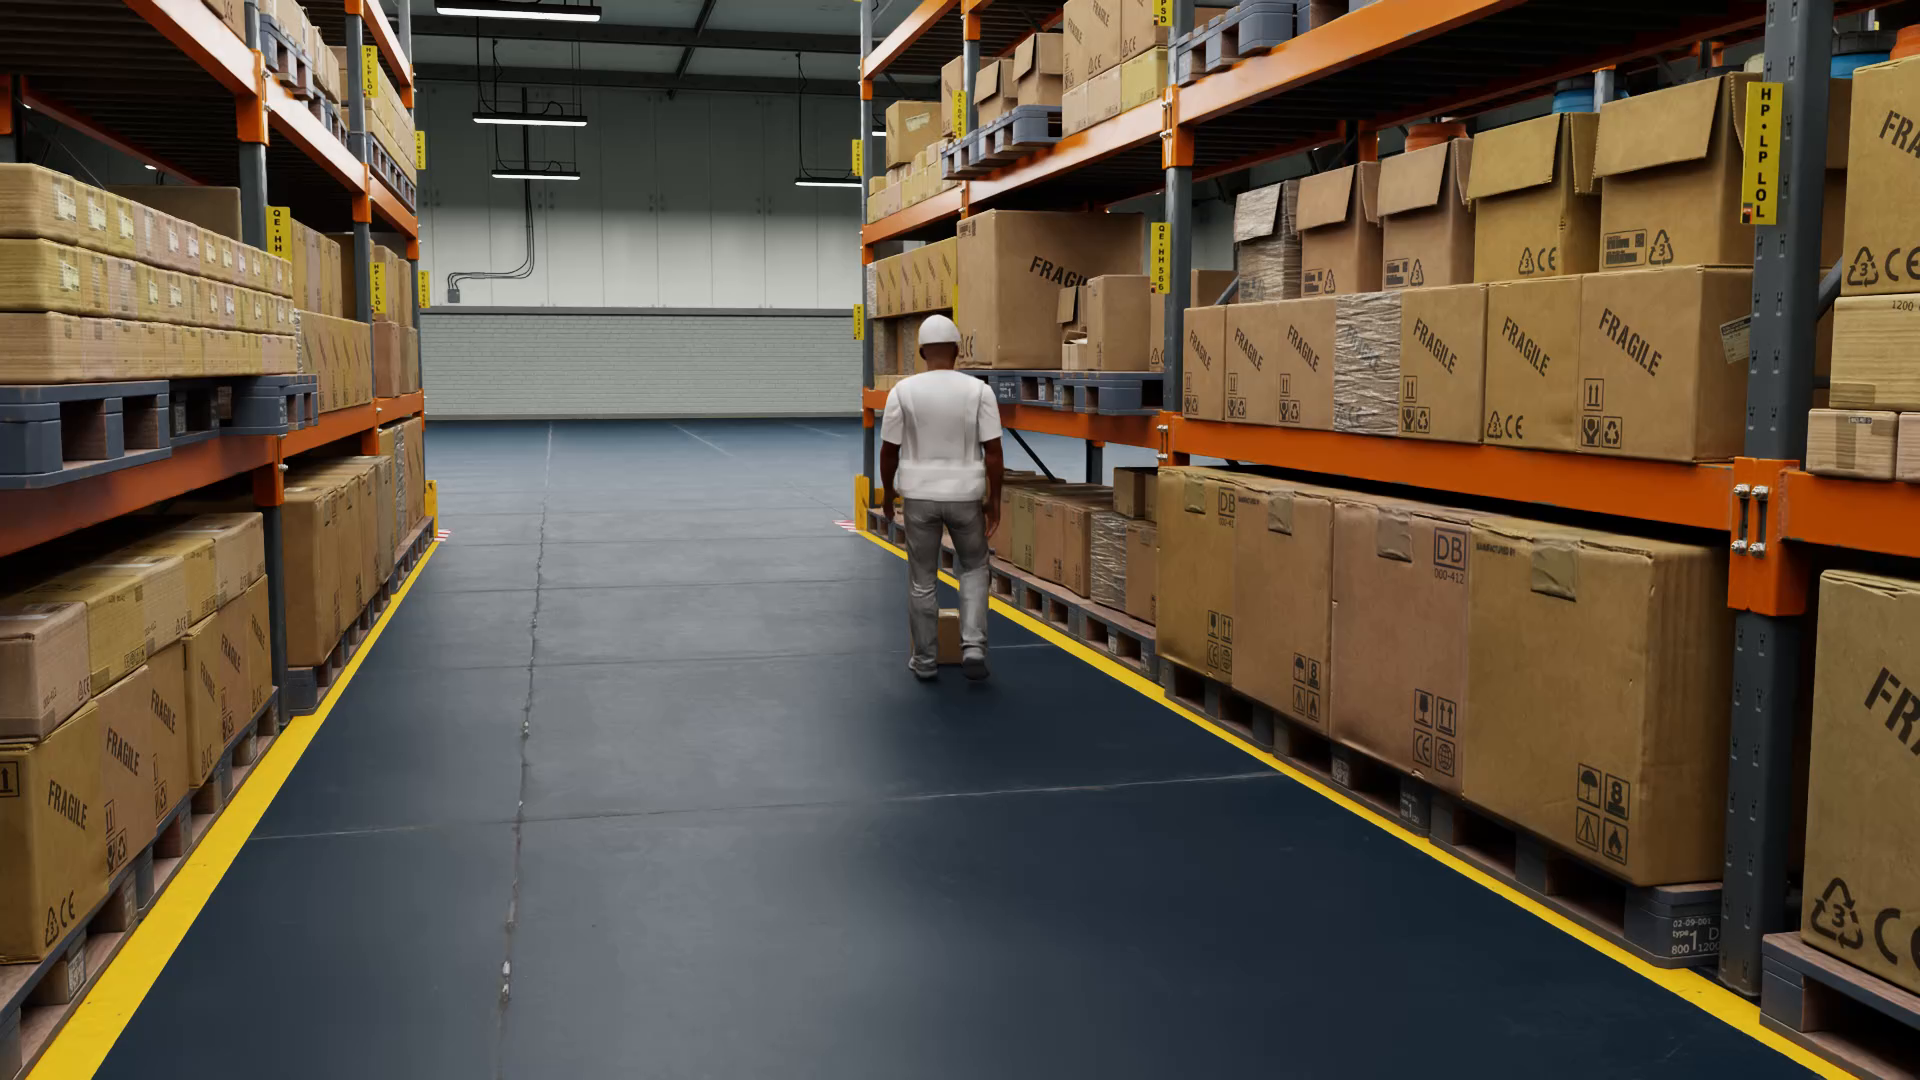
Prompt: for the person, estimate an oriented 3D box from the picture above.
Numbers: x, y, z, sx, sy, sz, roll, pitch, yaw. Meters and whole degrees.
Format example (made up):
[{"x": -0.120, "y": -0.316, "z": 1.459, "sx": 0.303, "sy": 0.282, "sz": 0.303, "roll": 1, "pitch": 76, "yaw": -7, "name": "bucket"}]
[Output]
[{"x": -0.090, "y": -0.195, "z": 8.087, "sx": 0.595, "sy": 1.778, "sz": 0.536, "roll": 0, "pitch": 6, "yaw": -1, "name": "person"}]
